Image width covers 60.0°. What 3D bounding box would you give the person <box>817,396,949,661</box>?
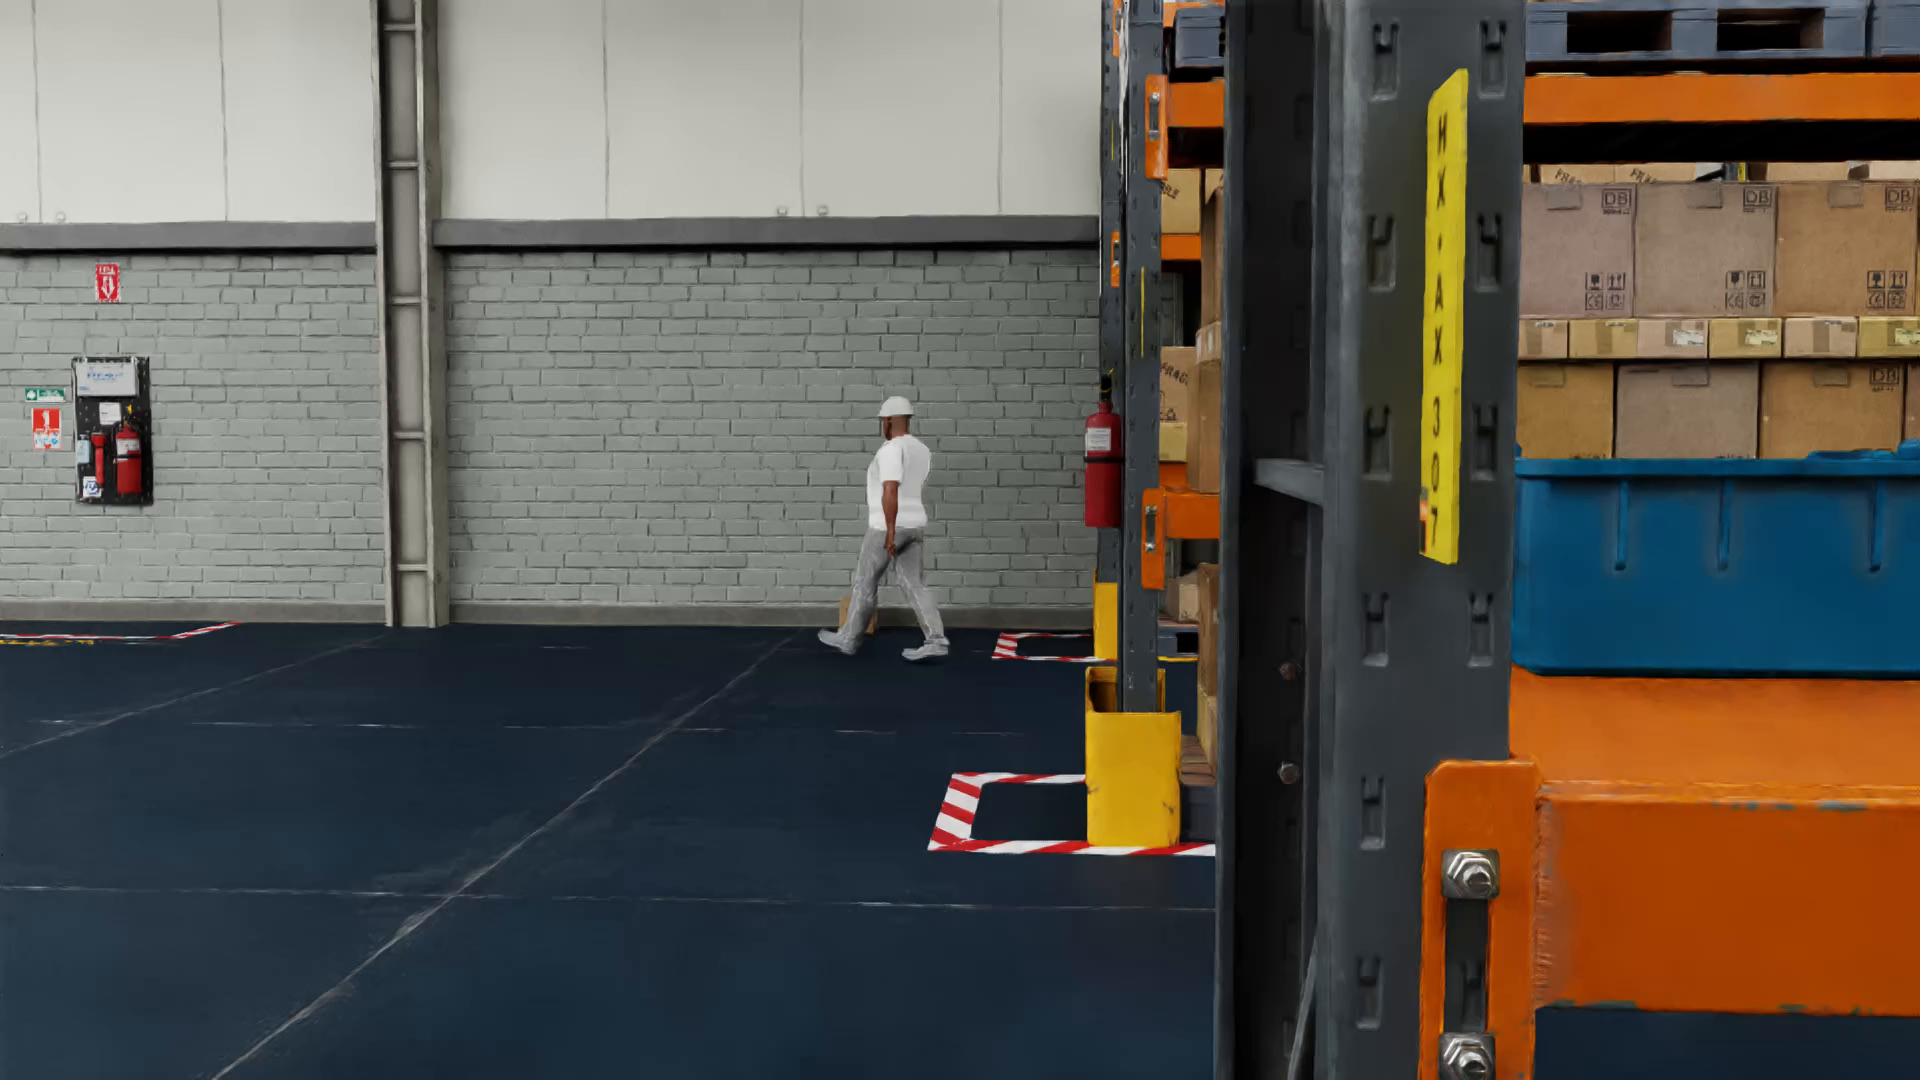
[{"bbox_3d":[-0.495,-0.090,10.960,0.994,1.714,0.653,3,5,33],"label":"person"}]
